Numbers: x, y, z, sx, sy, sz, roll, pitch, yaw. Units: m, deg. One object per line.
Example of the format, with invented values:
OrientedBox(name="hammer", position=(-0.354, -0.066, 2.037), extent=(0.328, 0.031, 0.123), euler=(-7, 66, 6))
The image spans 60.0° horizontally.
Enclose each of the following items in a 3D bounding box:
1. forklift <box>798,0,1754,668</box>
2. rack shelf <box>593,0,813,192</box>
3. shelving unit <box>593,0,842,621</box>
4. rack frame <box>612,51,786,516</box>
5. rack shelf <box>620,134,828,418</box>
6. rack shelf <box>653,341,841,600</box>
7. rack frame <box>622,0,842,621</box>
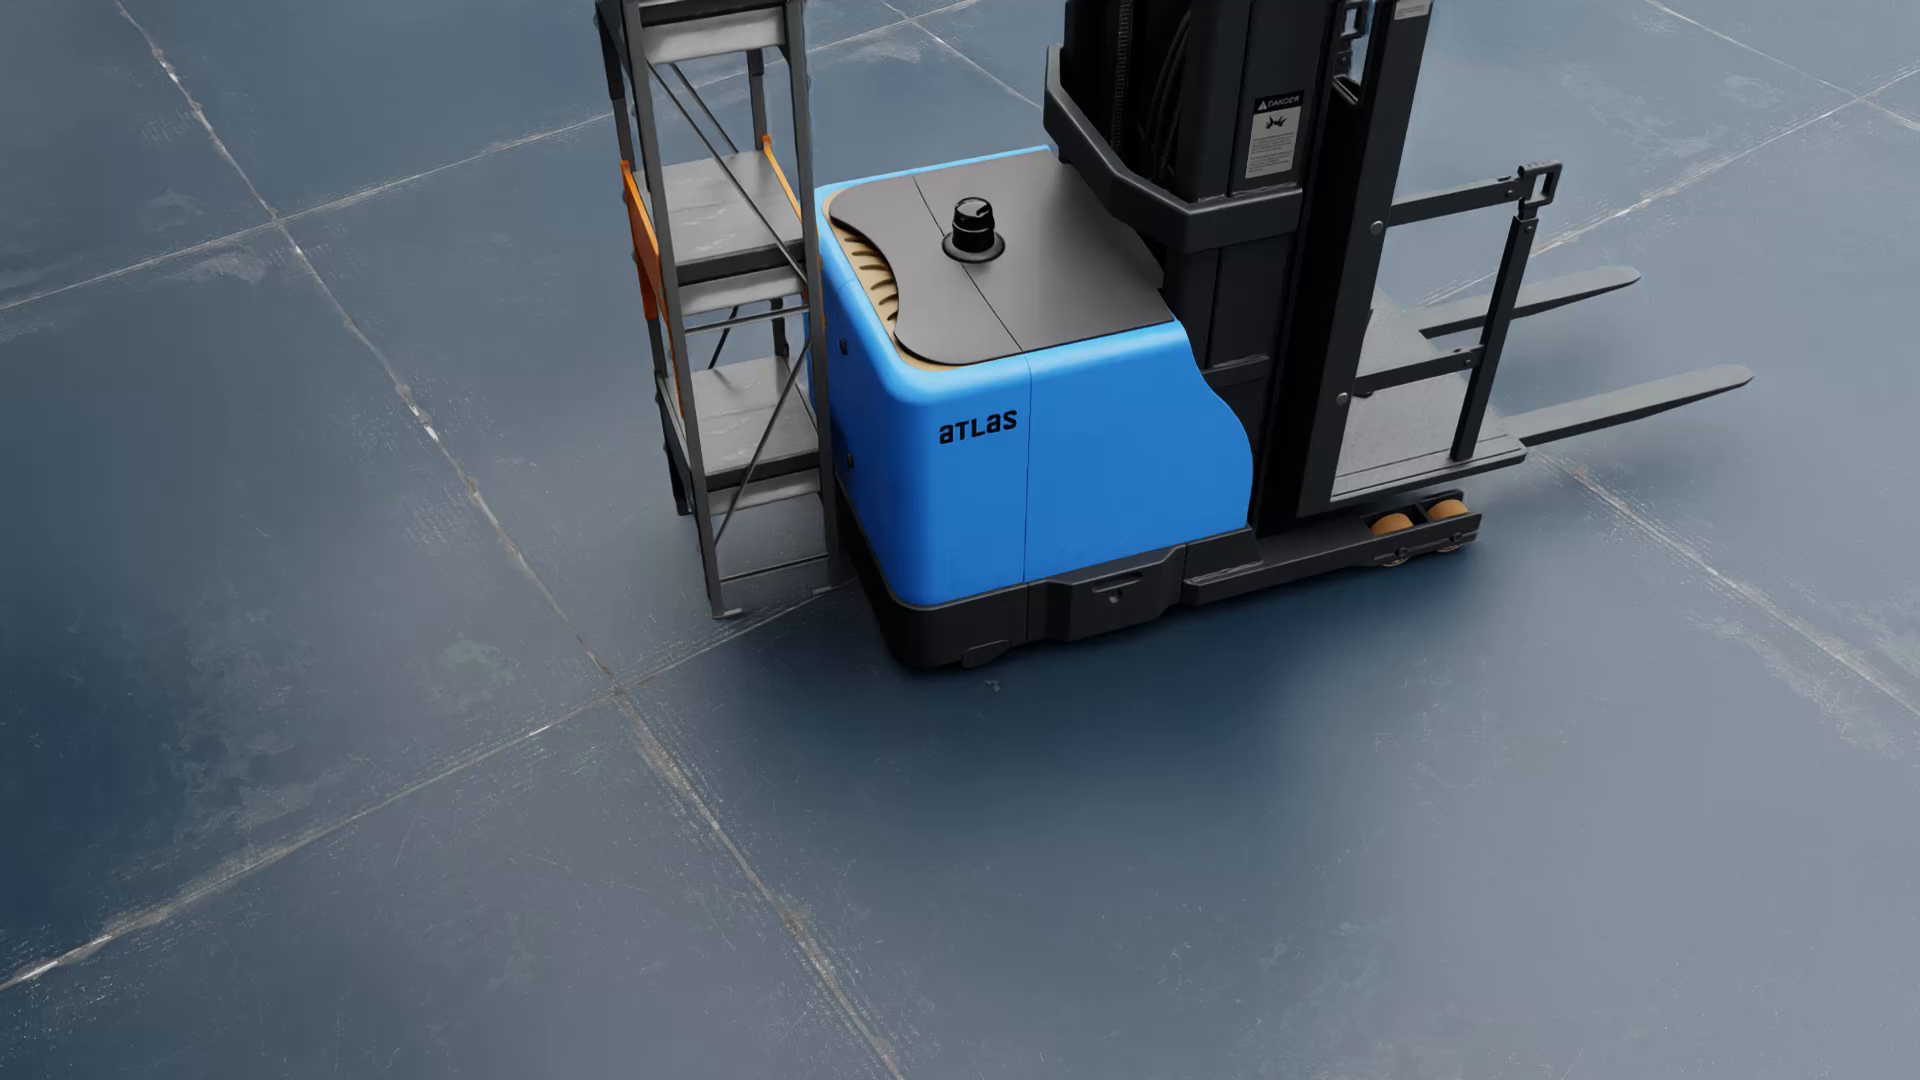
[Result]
OrientedBox(name="forklift", position=(1.089, -1.310, 4.499), extent=(3.031, 2.935, 1.130), euler=(-14, 45, -14))
OrientedBox(name="rack shelf", position=(-0.634, -1.223, 4.017), extent=(0.431, 0.518, 0.480), euler=(-14, 45, -14))
OrientedBox(name="shelving unit", position=(-0.634, -0.727, 4.491), extent=(0.431, 2.100, 0.503), euler=(-14, 45, -14))
OrientedBox(name="rack frame", position=(-0.715, -0.886, 4.657), extent=(0.400, 2.100, 0.015), euler=(-14, 45, -14))
OrientedBox(name="rack shelf", position=(-0.634, -0.717, 4.500), extent=(0.431, 0.518, 0.480), euler=(-14, 45, -14))
OrientedBox(name="rack shelf", position=(-0.634, -0.210, 4.983), extent=(0.431, 0.518, 0.480), euler=(-14, 45, -14))
OrientedBox(name="rack frame", position=(-0.553, -0.568, 4.324), extent=(0.400, 2.100, 0.015), euler=(-14, 45, -14))
